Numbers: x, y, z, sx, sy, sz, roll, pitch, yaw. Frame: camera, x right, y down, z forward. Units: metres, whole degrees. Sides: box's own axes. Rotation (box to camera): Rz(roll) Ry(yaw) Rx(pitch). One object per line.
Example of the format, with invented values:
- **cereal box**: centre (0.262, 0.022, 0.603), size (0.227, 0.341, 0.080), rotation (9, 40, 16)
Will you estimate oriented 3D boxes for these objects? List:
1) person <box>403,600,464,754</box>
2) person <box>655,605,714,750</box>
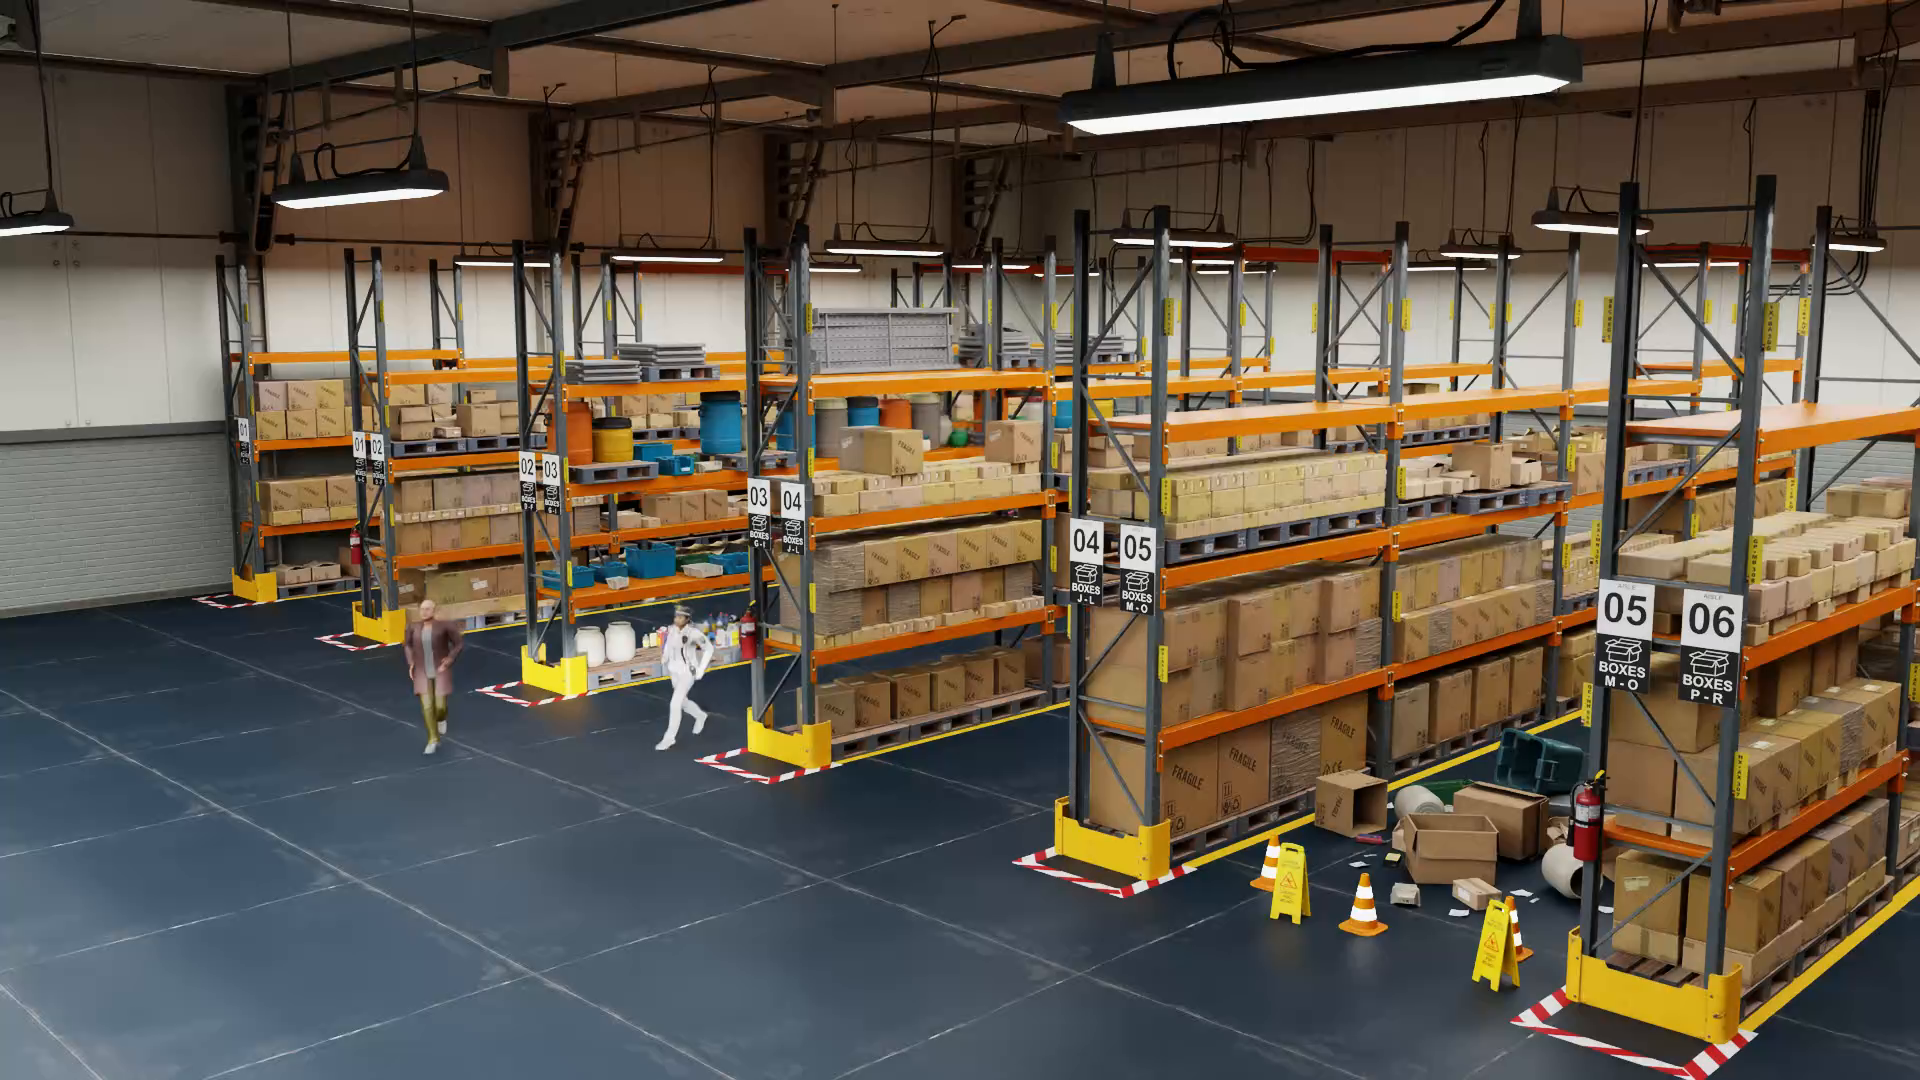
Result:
- **person**: centre (-6.157, 1.566, 19.444), size (0.701, 1.763, 0.761), rotation (-1, 8, -5)
- **person**: centre (-3.235, 1.574, 19.590), size (0.659, 1.665, 0.907), rotation (6, 10, 36)
